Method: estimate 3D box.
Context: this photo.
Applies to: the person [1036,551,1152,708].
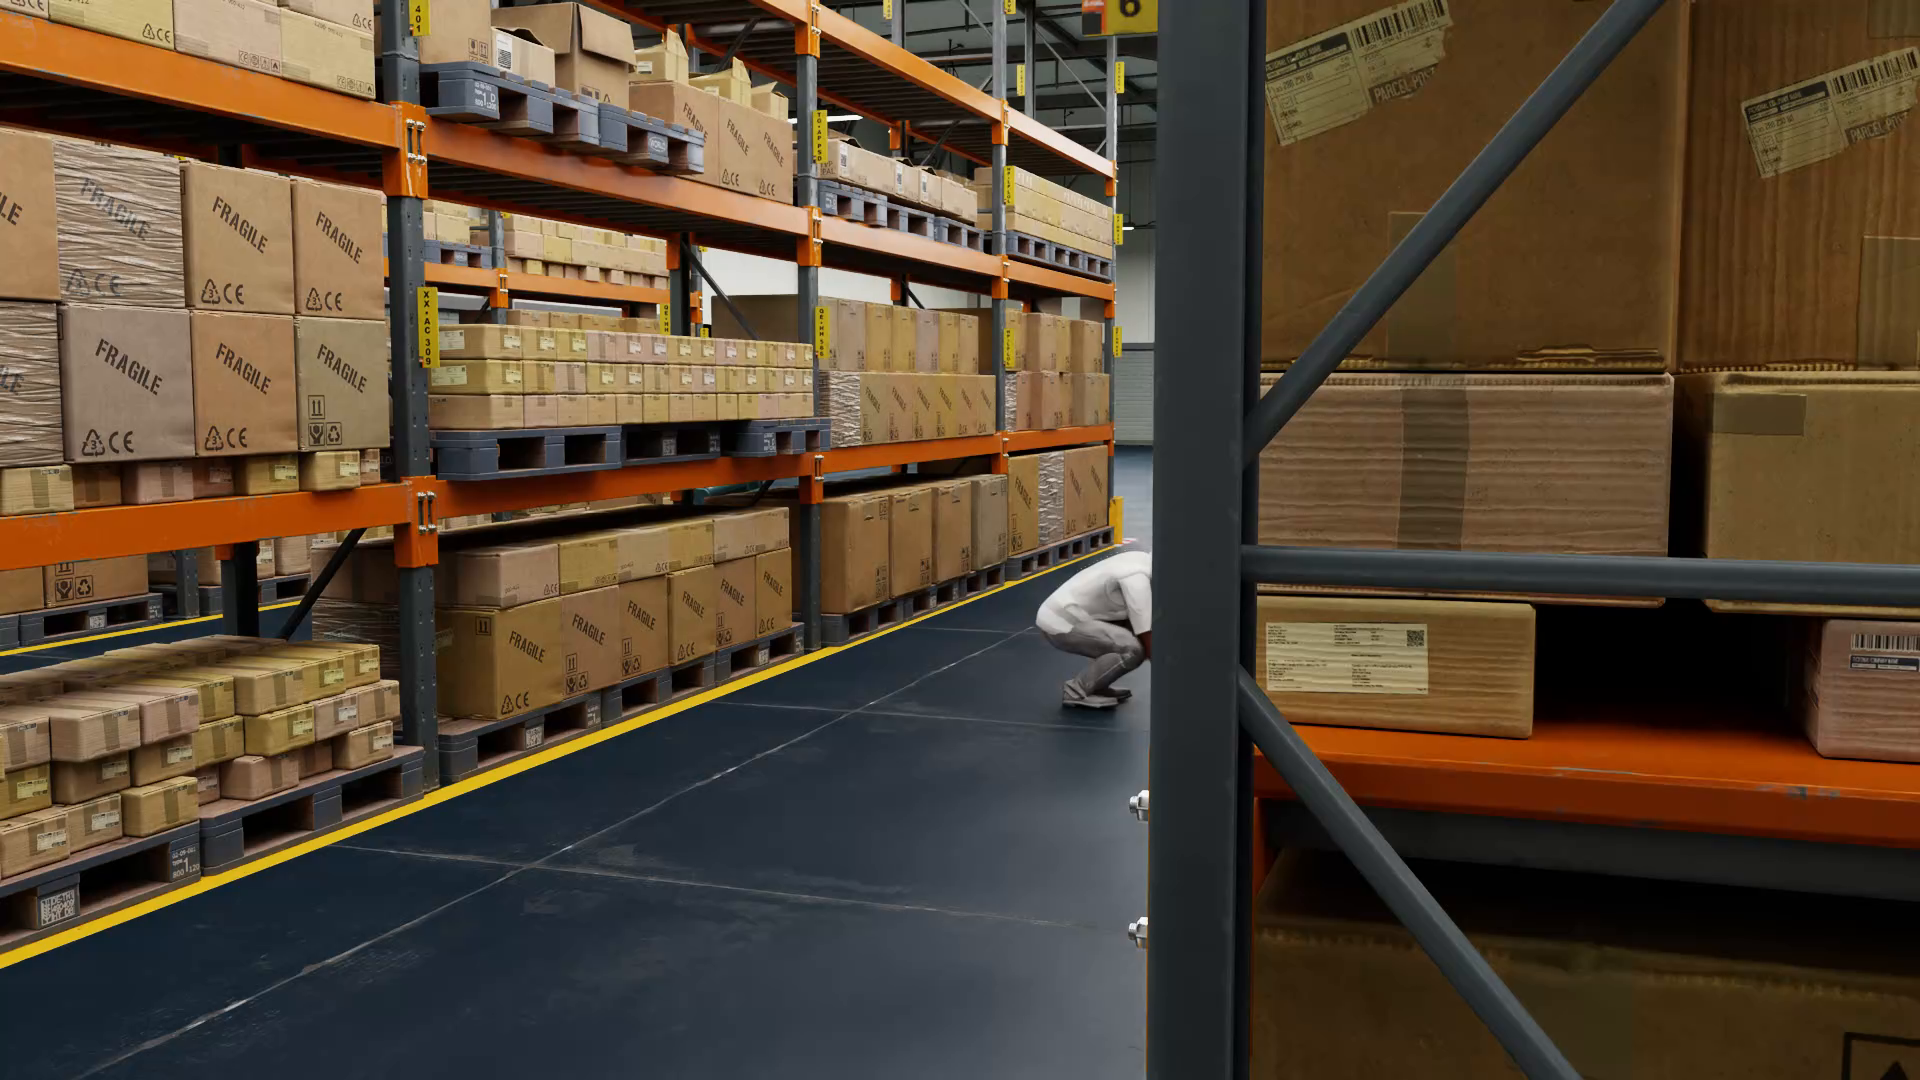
[{"bbox_3d":[0.875,0.439,8.900,0.896,0.893,0.564,2,5,19],"label":"person"}]
